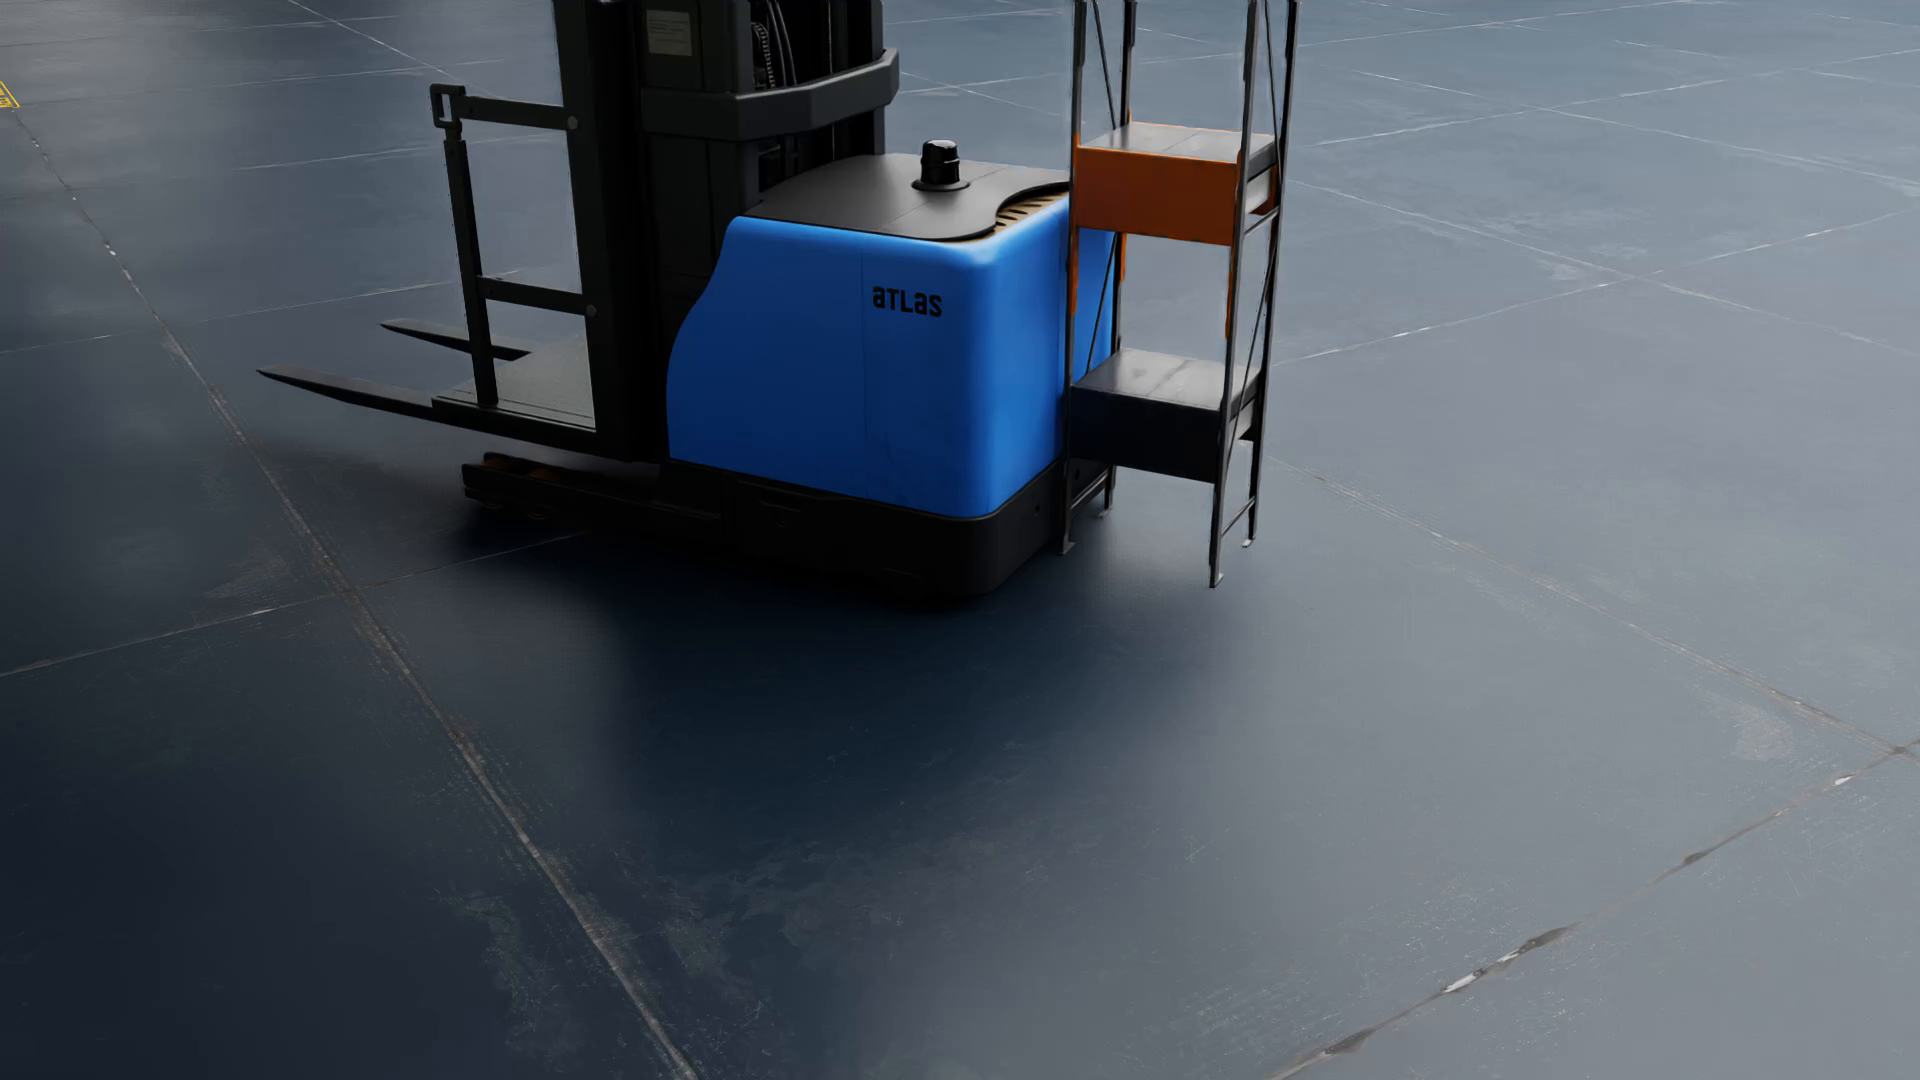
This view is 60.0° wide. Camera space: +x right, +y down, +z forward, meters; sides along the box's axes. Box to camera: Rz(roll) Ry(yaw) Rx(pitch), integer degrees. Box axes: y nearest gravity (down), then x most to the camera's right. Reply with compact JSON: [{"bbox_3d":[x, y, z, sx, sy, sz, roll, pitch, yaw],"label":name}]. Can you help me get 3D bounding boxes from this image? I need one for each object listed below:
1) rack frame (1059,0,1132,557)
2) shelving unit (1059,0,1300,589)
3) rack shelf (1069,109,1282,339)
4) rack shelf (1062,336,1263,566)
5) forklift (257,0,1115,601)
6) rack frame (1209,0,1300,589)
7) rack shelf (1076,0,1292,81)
[{"bbox_3d":[0.403,-0.975,4.856,0.015,2.100,0.400,12,28,24],"label":"rack frame"},{"bbox_3d":[0.621,-0.928,4.756,0.503,2.100,0.431,12,28,24],"label":"shelving unit"},{"bbox_3d":[0.621,-0.916,4.762,0.480,0.518,0.431,12,28,24],"label":"rack shelf"},{"bbox_3d":[0.621,-0.283,5.061,0.480,0.518,0.431,12,28,24],"label":"rack shelf"},{"bbox_3d":[-1.053,-1.575,5.153,3.031,2.935,1.130,12,28,24],"label":"forklift"},{"bbox_3d":[0.838,-0.881,4.656,0.015,2.100,0.400,12,28,24],"label":"rack frame"},{"bbox_3d":[0.621,-1.549,4.463,0.480,0.518,0.431,12,28,24],"label":"rack shelf"}]
